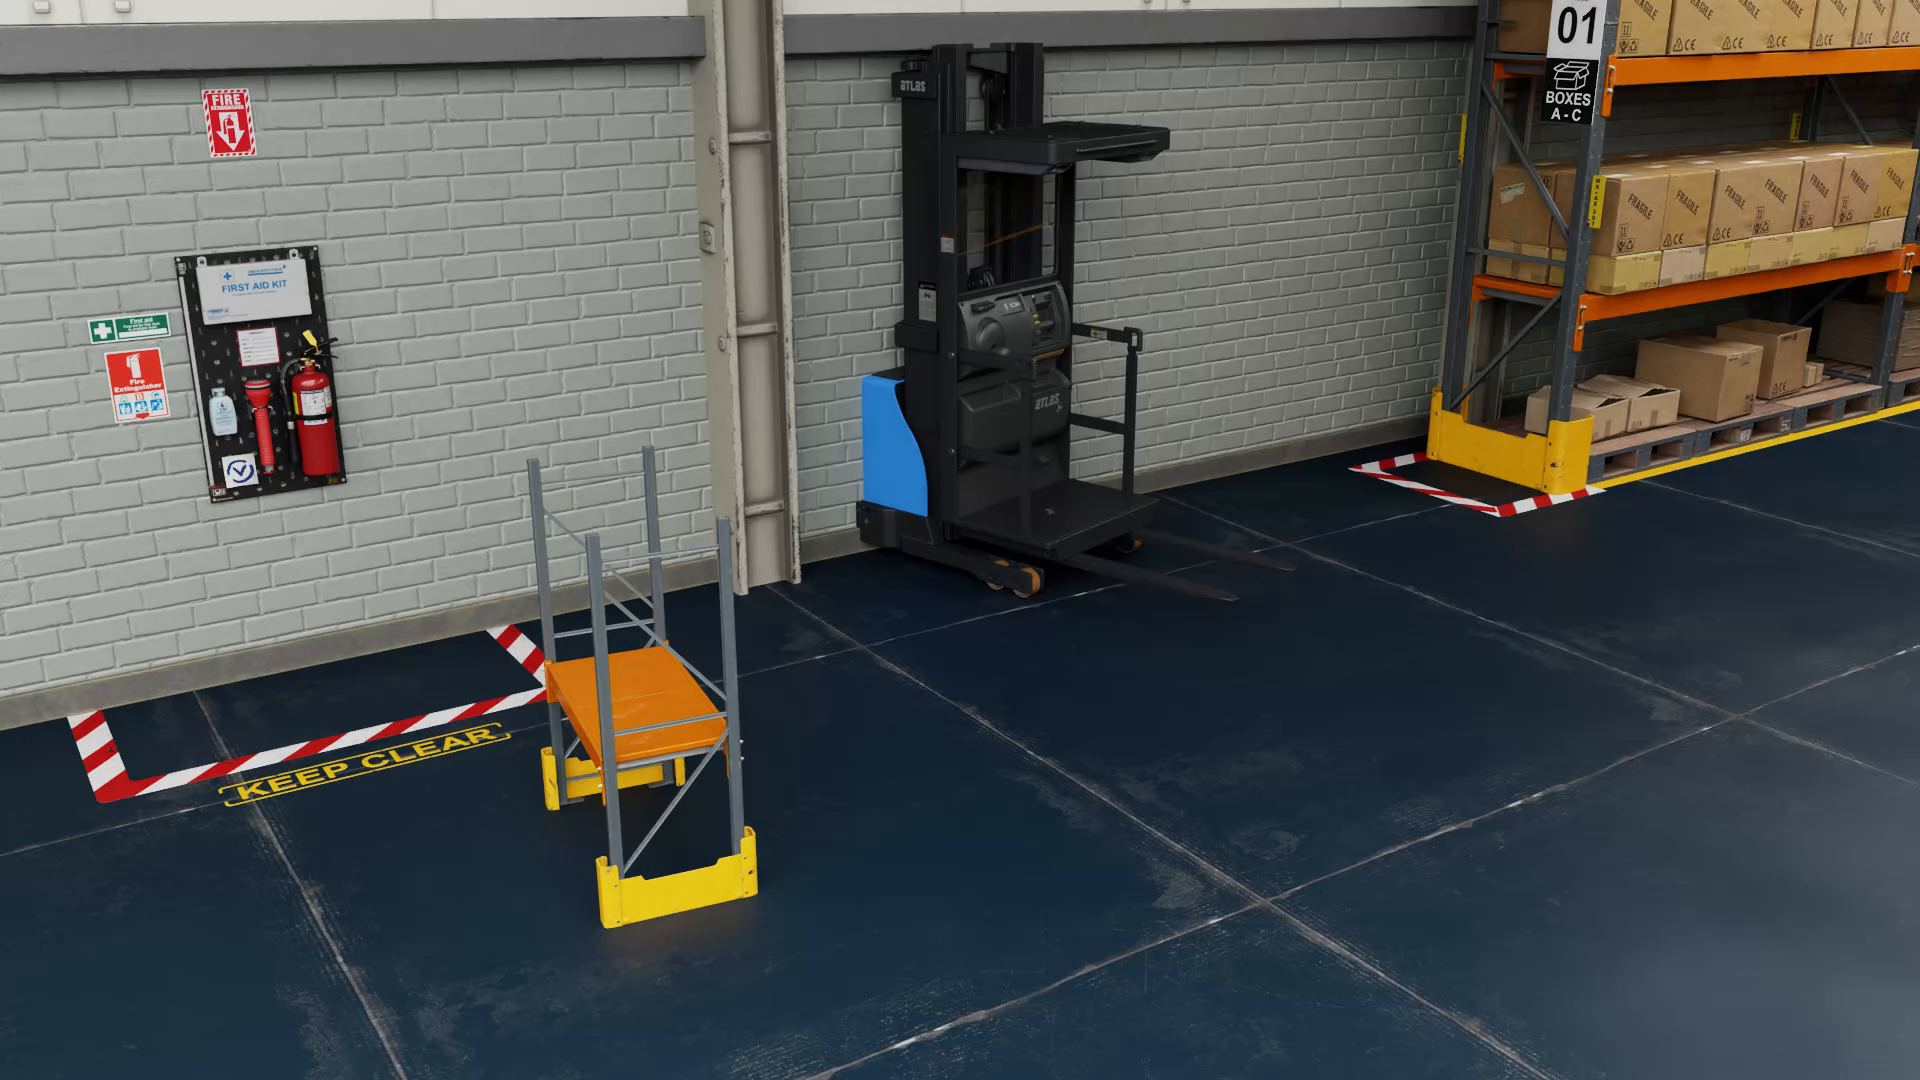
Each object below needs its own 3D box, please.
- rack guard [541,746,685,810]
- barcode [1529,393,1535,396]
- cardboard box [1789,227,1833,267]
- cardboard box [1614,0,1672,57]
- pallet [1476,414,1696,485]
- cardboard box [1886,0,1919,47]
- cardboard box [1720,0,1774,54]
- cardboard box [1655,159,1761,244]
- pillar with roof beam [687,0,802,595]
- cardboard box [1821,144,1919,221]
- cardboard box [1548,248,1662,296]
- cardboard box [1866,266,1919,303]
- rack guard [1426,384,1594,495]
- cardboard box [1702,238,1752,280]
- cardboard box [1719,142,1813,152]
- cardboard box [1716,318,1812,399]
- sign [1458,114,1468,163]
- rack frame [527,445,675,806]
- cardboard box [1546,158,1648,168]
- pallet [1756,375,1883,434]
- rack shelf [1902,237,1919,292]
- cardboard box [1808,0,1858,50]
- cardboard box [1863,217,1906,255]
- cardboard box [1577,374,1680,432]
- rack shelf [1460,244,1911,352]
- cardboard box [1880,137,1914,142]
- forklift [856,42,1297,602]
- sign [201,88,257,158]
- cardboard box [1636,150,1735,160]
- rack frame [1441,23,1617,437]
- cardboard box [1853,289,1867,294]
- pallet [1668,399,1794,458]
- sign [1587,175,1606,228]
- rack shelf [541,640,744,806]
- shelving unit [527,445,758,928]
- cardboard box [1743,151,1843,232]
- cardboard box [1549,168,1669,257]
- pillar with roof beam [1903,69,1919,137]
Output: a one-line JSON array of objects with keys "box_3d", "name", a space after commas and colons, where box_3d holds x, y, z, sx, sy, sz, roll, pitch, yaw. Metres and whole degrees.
[{"box_3d": [-1.459, 0.958, 7.021, 0.587, 0.250, 0.087, -8, 20, -23], "name": "rack guard"}, {"box_3d": [4.170, -1.035, 12.119, 0.075, 0.075, 0.001, -12, 22, -31], "name": "barcode"}, {"box_3d": [6.027, -2.188, 12.236, 0.500, 0.250, 0.500, -12, 22, -32], "name": "cardboard box"}, {"box_3d": [4.165, -3.358, 10.622, 0.500, 0.500, 0.500, -11, 22, -30], "name": "cardboard box"}, {"box_3d": [4.509, -0.714, 12.027, 1.213, 0.211, 1.003, -12, 22, -31], "name": "pallet"}, {"box_3d": [6.801, -3.915, 12.269, 0.500, 0.500, 0.500, -11, 22, -30], "name": "cardboard box"}, {"box_3d": [5.064, -3.535, 11.147, 0.500, 0.500, 0.500, -11, 21, -29], "name": "cardboard box"}, {"box_3d": [5.165, -2.359, 11.571, 0.500, 0.500, 0.500, -13, 22, -33], "name": "cardboard box"}, {"box_3d": [1.213, -2.876, 4.701, 0.400, 9.000, 9.100, -12, 22, -31], "name": "pillar with roof beam"}, {"box_3d": [6.864, -2.720, 12.639, 0.500, 0.500, 0.500, -12, 22, -32], "name": "cardboard box"}, {"box_3d": [4.330, -1.827, 11.169, 0.500, 0.250, 0.500, -13, 22, -33], "name": "cardboard box"}, {"box_3d": [8.060, -2.184, 14.068, 0.500, 0.250, 0.500, -12, 22, -33], "name": "cardboard box"}, {"box_3d": [3.811, -0.717, 11.585, 0.348, 0.500, 1.175, -12, 22, -31], "name": "rack guard"}, {"box_3d": [5.185, -2.011, 11.711, 0.500, 0.250, 0.500, -12, 22, -32], "name": "cardboard box"}, {"box_3d": [6.147, -2.769, 12.784, 0.500, 0.500, 0.500, -12, 22, -32], "name": "cardboard box"}, {"box_3d": [6.244, -1.423, 12.987, 0.500, 0.500, 0.500, -14, 23, -35], "name": "cardboard box"}, {"box_3d": [3.459, -2.738, 11.359, 0.005, 0.325, 0.100, -12, 22, -31], "name": "sign"}, {"box_3d": [-1.459, 0.365, 6.822, 0.500, 1.500, 0.032, -8, 20, -23], "name": "rack frame"}, {"box_3d": [4.450, -2.407, 11.714, 0.500, 0.500, 0.500, -12, 22, -31], "name": "cardboard box"}, {"box_3d": [6.547, -1.144, 13.298, 1.213, 0.211, 1.003, -12, 22, -31], "name": "pallet"}, {"box_3d": [8.759, -2.604, 14.386, 4.000, 0.370, 1.077, -12, 22, -31], "name": "rack shelf"}, {"box_3d": [5.931, -3.722, 11.699, 0.500, 0.500, 0.500, -13, 23, -33], "name": "cardboard box"}, {"box_3d": [6.860, -2.366, 12.763, 0.500, 0.250, 0.500, -12, 22, -31], "name": "cardboard box"}, {"box_3d": [4.851, -1.021, 12.092, 0.500, 0.311, 0.500, -10, 21, -27], "name": "cardboard box"}, {"box_3d": [5.418, -1.899, 12.302, 4.000, 0.370, 1.077, -12, 22, -31], "name": "rack shelf"}, {"box_3d": [8.003, -3.025, 13.666, 0.500, 0.500, 0.700, -9, 21, -26], "name": "cardboard box"}, {"box_3d": [0.478, -1.258, 9.390, 3.031, 2.935, 1.130, 15, 24, 38], "name": "forklift"}, {"box_3d": [-3.301, -1.884, 7.514, 0.199, 0.298, 0.001, -12, 22, -31], "name": "sign"}, {"box_3d": [5.300, -2.588, 12.249, 0.500, 0.500, 0.500, -12, 22, -31], "name": "cardboard box"}, {"box_3d": [3.748, -1.888, 11.145, 0.127, 3.000, 1.000, -12, 22, -31], "name": "rack frame"}, {"box_3d": [8.098, -1.855, 14.265, 0.500, 0.500, 0.700, -12, 22, -32], "name": "cardboard box"}, {"box_3d": [5.527, -0.927, 12.658, 1.213, 0.211, 1.003, -12, 22, -31], "name": "pallet"}, {"box_3d": [4.046, -2.153, 10.577, 0.005, 0.325, 0.100, -12, 22, -31], "name": "sign"}, {"box_3d": [-1.247, 0.684, 6.442, 0.538, 0.185, 1.000, -8, 20, -23], "name": "rack shelf"}, {"box_3d": [-1.251, 0.511, 6.393, 0.587, 1.500, 1.083, -8, 20, -23], "name": "shelving unit"}, {"box_3d": [6.023, -2.545, 12.120, 0.500, 0.500, 0.500, -13, 22, -33], "name": "cardboard box"}, {"box_3d": [4.312, -2.185, 11.057, 0.500, 0.500, 0.500, -12, 22, -31], "name": "cardboard box"}, {"box_3d": [11.235, -4.990, 10.953, 0.400, 9.000, 9.100, -12, 22, -31], "name": "pillar with roof beam"}]
